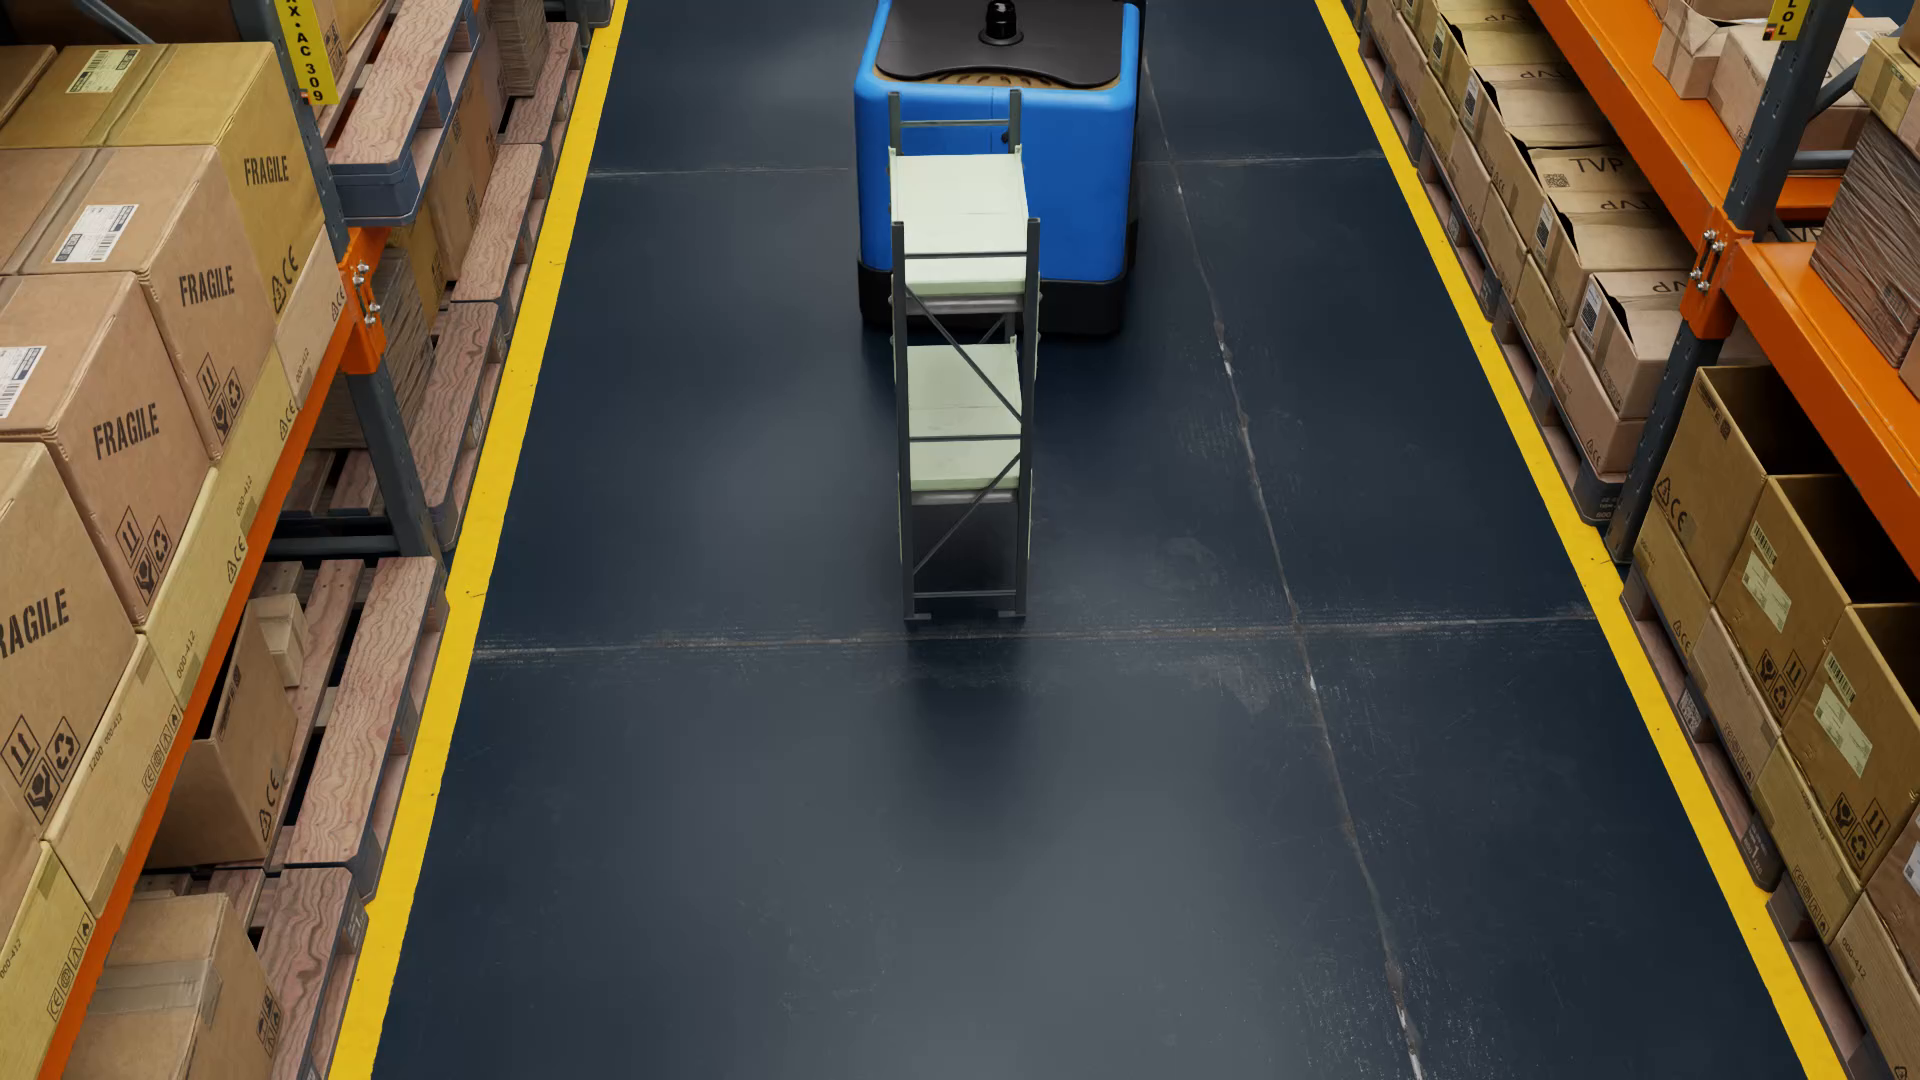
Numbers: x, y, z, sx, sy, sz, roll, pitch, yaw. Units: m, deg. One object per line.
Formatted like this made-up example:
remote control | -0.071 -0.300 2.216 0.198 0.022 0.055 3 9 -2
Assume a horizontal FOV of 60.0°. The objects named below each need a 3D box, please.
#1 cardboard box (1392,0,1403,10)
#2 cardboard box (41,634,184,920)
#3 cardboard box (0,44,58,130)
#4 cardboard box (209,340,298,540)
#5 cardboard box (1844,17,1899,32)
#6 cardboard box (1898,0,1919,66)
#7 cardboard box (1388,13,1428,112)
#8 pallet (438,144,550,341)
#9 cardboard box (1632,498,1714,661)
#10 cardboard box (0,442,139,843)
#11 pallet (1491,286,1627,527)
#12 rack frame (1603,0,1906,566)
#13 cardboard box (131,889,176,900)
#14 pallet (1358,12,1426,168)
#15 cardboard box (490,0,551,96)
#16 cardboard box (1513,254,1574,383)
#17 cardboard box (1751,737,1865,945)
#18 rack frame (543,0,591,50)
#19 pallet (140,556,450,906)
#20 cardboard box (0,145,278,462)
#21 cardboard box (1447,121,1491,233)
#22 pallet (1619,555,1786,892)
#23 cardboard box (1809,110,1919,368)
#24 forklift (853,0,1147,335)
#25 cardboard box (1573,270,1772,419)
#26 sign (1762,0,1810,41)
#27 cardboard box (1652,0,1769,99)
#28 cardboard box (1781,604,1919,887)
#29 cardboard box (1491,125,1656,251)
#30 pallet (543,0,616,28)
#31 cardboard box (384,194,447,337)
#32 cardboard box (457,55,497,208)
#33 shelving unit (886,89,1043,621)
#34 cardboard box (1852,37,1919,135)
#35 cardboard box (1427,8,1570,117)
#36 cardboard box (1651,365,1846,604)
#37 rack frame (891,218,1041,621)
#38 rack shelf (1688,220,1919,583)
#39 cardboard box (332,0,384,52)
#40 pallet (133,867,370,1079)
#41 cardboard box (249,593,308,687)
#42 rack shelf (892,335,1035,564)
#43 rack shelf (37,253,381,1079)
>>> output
cardboard box | 2.281 -2.760 7.850 0.500 0.311 0.500 0 43 0
cardboard box | -1.831 0.445 3.141 0.500 0.250 0.500 -1 43 -1
cardboard box | -2.415 -0.834 3.982 0.500 0.500 0.500 -3 43 -3
cardboard box | -1.891 -0.233 3.881 0.500 0.250 0.500 -1 43 -2
cardboard box | 2.889 -1.585 5.445 0.380 0.149 0.250 -2 43 -2
cardboard box | 2.748 -1.289 3.903 0.700 0.500 0.500 -1 43 -2
cardboard box | 2.304 -2.214 7.670 0.500 0.250 0.500 -3 43 -3
pallet | -2.316 -1.252 6.960 1.003 0.211 1.213 -2 43 -2
cardboard box | 2.439 0.107 5.138 0.500 0.250 0.500 -2 43 -2
cardboard box | -1.837 0.181 2.874 0.500 0.500 0.500 0 43 0
pallet | 2.652 -0.542 6.185 1.003 0.211 1.213 -2 43 -2
rack frame | 2.723 -1.074 4.702 1.000 3.000 0.127 -2 43 -2
cardboard box | -2.179 1.040 4.180 0.380 0.149 0.250 -5 43 -5
pallet | 2.549 -2.189 7.982 1.003 0.211 1.213 -2 43 -2
cardboard box | -2.314 -2.386 7.657 0.700 0.500 0.500 -1 43 -1
cardboard box | 2.396 -0.828 6.158 0.500 0.250 0.500 -2 43 -2
cardboard box | 2.472 0.782 4.401 0.500 0.250 0.500 -2 43 -2
rack frame | -2.396 -3.629 7.490 1.000 3.000 0.127 -2 43 -2
pallet | -2.163 0.551 4.992 1.003 0.211 1.213 -2 43 -2
cardboard box | -1.871 -0.511 3.628 0.500 0.500 0.500 -2 43 -2
cardboard box | 2.353 -1.517 6.909 0.500 0.250 0.500 -1 43 -1
pallet | 2.714 0.492 5.057 1.003 0.211 1.213 -2 43 -2
cardboard box | 2.748 -0.811 4.341 0.700 0.500 0.500 -3 43 -3
forklift | 0.259 -2.877 6.719 1.130 2.935 3.031 4 43 4
cardboard box | 2.419 -0.687 5.589 0.500 0.311 0.500 -2 43 -2
sign | 2.181 -1.449 4.313 0.100 0.325 0.005 -2 43 -2
cardboard box | 2.502 -1.612 5.389 0.396 0.266 0.258 -3 43 -3
cardboard box | 2.472 0.506 4.147 0.500 0.500 0.500 -2 43 -2
cardboard box | 2.372 -1.375 6.339 0.500 0.311 0.500 -2 43 -2
pallet | -2.355 -3.136 9.015 1.003 0.211 1.213 -2 43 -2
cardboard box | -2.347 -1.014 6.160 0.700 0.500 0.500 -2 43 -3
cardboard box | -2.359 -1.700 6.909 0.700 0.500 0.500 -2 43 -2
shelving unit | 0.000 -0.548 5.238 0.431 1.500 0.755 -2 43 -2
cardboard box | 2.540 -1.163 4.245 0.380 0.149 0.250 -2 43 -2
cardboard box | 2.332 -2.061 7.088 0.500 0.311 0.500 -3 43 -3
cardboard box | 2.429 -0.169 4.884 0.500 0.500 0.500 -2 43 -2
rack frame | 0.016 -0.301 4.969 0.400 1.500 0.023 -2 43 -2
rack shelf | 2.807 0.542 3.472 1.077 0.370 4.000 -2 43 -2
cardboard box | -2.231 -1.850 5.149 0.700 0.500 0.500 2 43 3
pallet | -2.108 1.377 4.092 1.003 0.211 1.213 -2 43 -2
cardboard box | -2.174 0.314 4.959 0.380 0.166 0.250 -7 43 -7
rack shelf | 0.000 -0.308 5.459 0.431 0.370 0.720 -2 43 -2
rack shelf | -2.142 0.686 3.314 1.077 0.370 4.000 -2 43 -2
